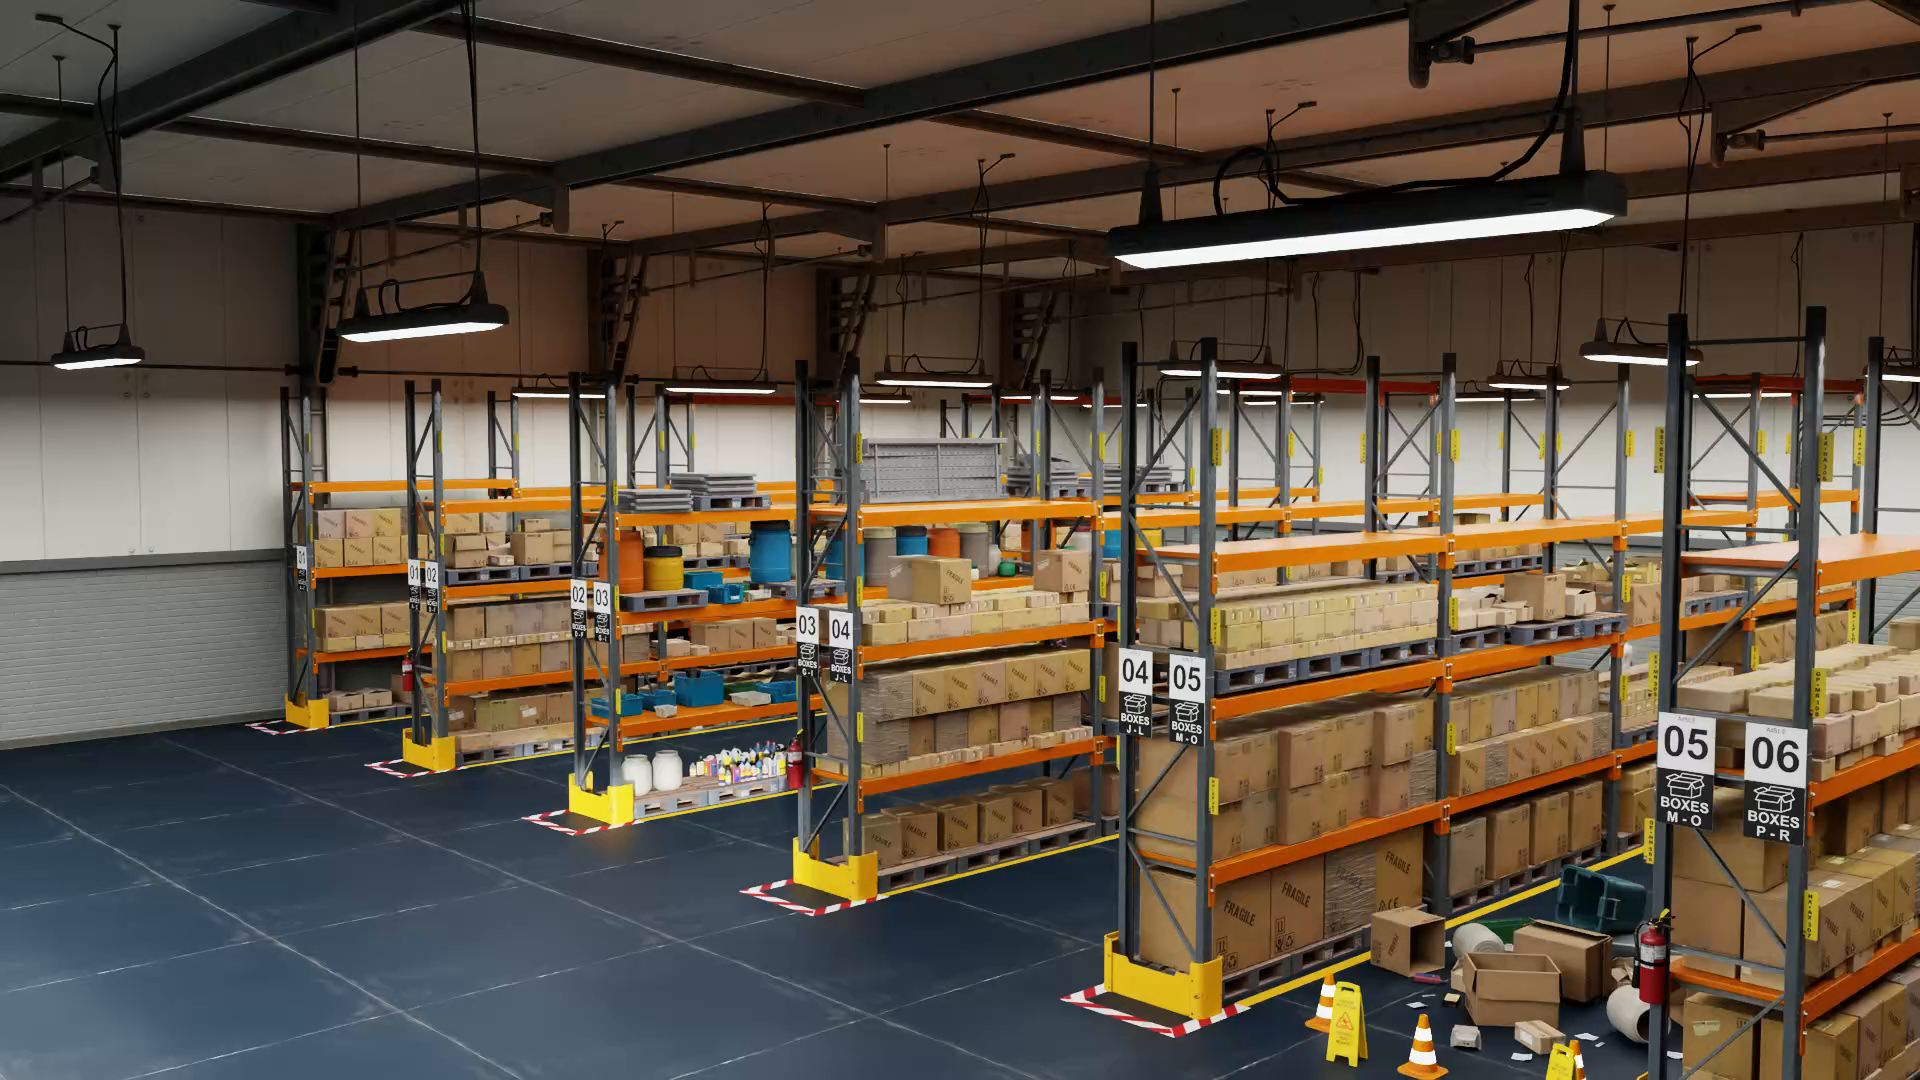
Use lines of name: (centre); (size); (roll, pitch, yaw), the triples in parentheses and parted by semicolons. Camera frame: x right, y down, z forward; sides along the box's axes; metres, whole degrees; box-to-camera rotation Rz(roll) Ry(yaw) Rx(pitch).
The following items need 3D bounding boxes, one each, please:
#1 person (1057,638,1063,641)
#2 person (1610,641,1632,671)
person: (2.009, 2.229, 31.275); (0.428, 1.736, 0.687); (2, 4, 27)
person: (11.553, 2.402, 29.308); (0.643, 1.714, 0.996); (-3, 5, -39)
